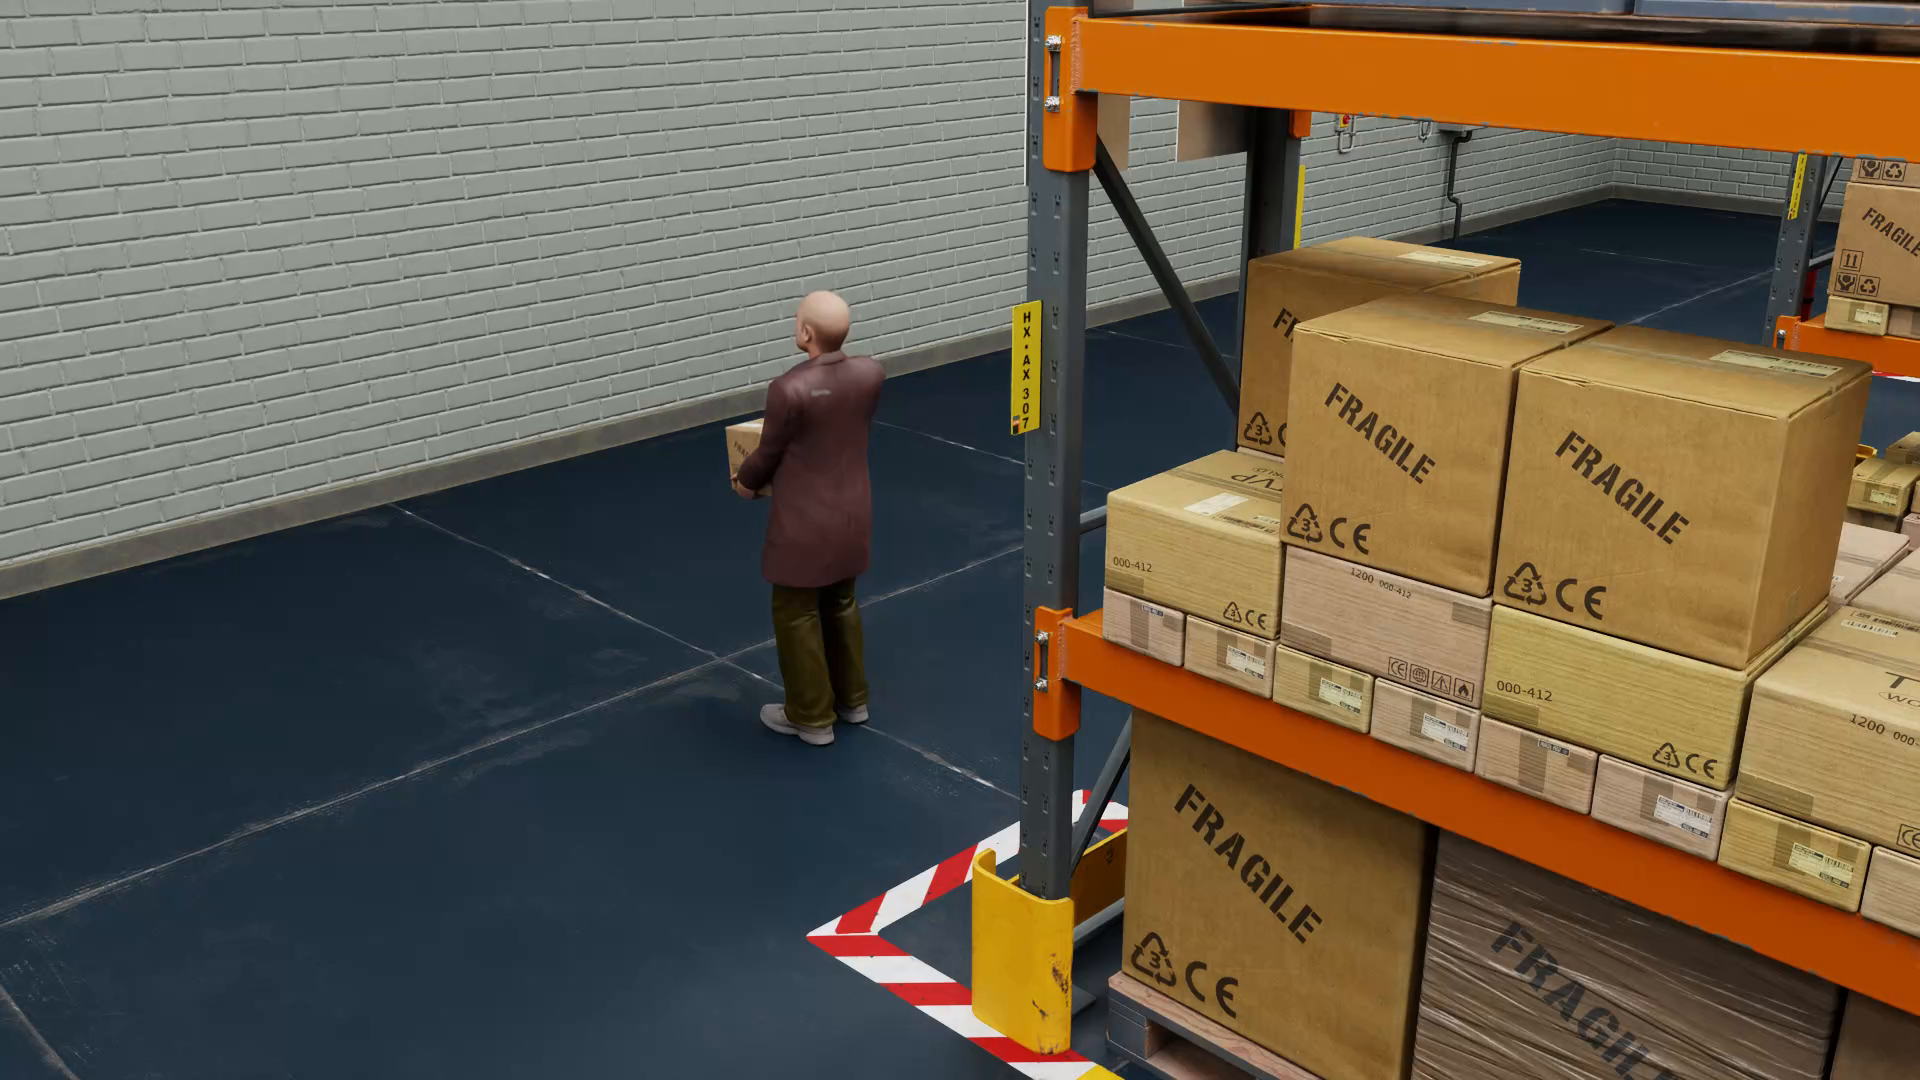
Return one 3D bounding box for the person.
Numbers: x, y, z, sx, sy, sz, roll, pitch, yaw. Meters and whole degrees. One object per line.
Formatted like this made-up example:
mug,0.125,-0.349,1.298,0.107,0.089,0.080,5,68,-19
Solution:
person,-0.605,-0.110,6.404,0.563,1.769,0.527,19,27,41
